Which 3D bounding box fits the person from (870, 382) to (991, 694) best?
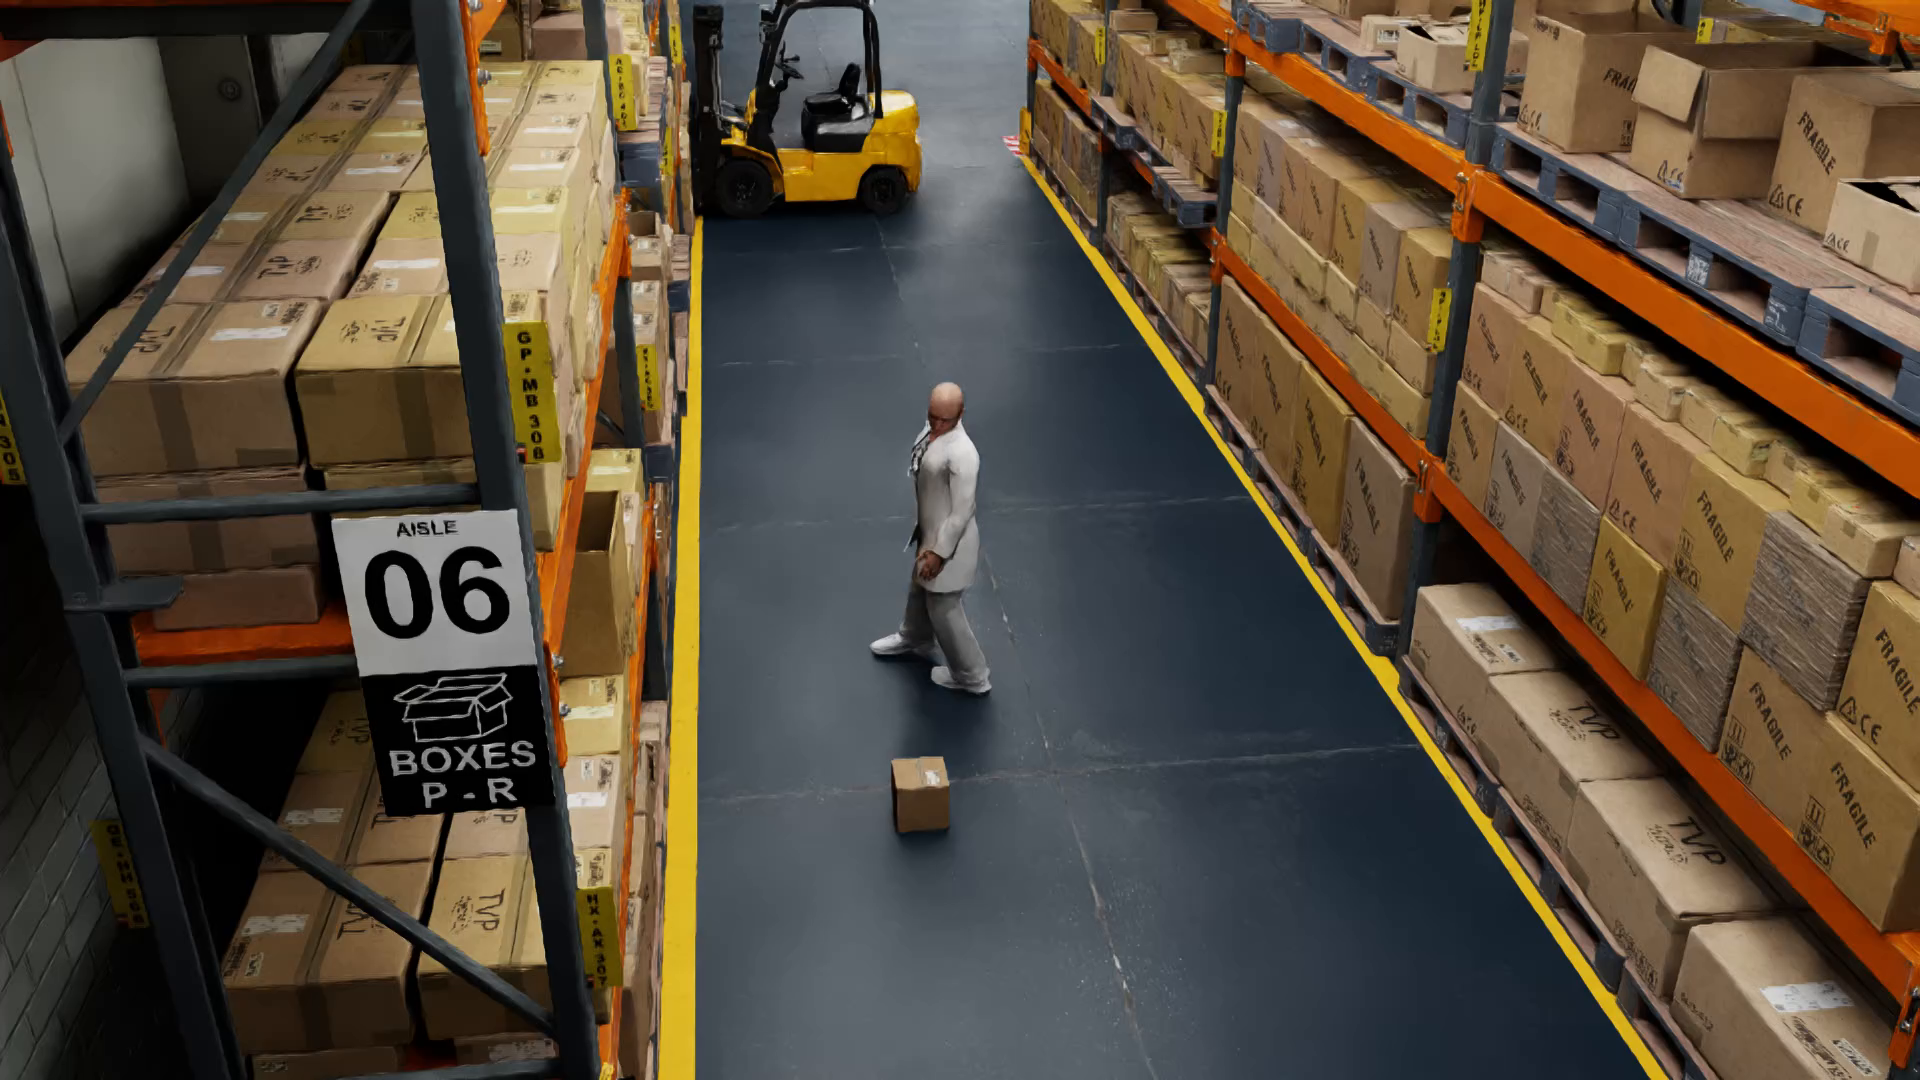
[{"bbox_3d":[-0.165,-0.032,8.738,0.619,1.771,0.682,-3,27,-6],"label":"person"}]
